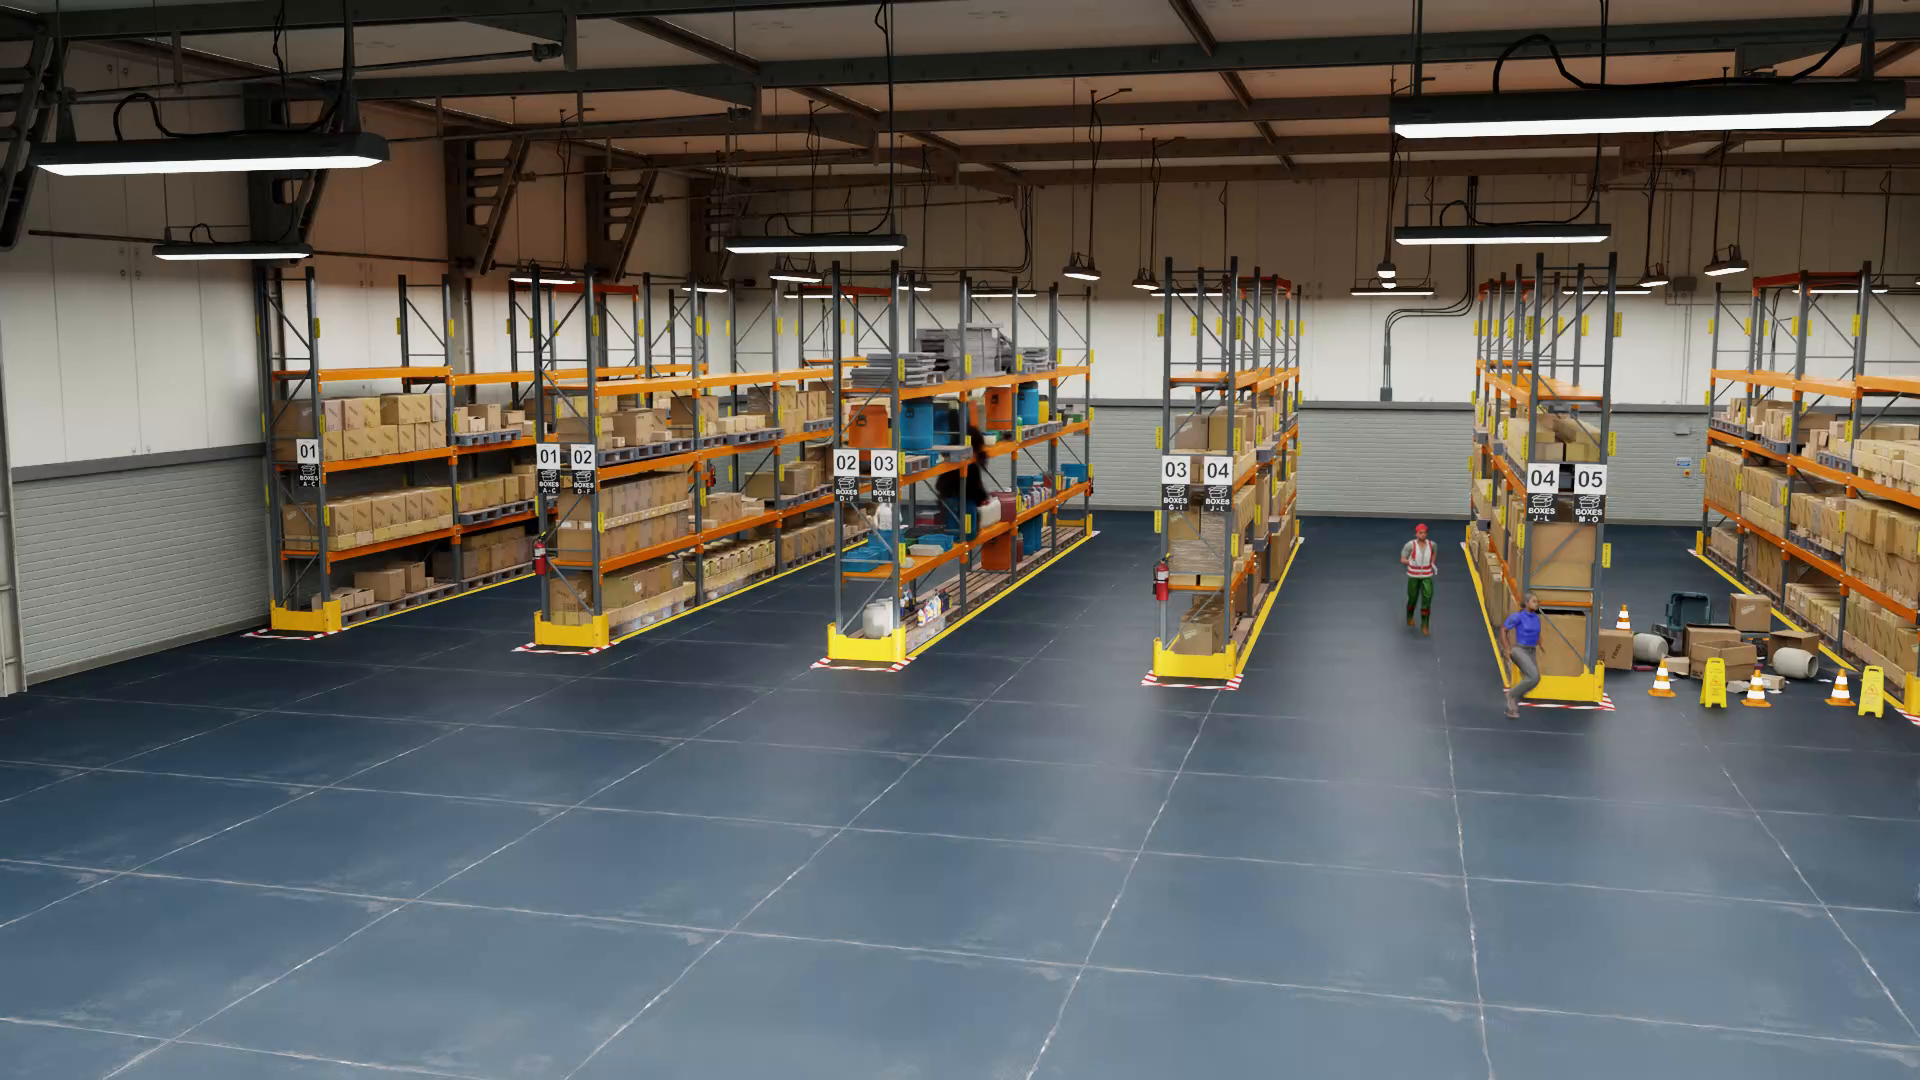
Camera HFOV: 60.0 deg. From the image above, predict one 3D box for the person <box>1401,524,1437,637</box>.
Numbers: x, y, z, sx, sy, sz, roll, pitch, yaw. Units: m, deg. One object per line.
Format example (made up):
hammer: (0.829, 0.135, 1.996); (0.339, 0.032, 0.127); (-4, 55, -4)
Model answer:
person: (7.593, 0.627, 27.526); (0.613, 1.823, 0.894); (1, 7, 5)

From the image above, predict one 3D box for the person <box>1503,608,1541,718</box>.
person: (7.351, 1.594, 21.486); (0.562, 1.398, 0.536); (-5, 9, -34)

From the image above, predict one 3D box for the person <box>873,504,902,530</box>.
person: (-1.505, -0.189, 34.446); (0.625, 1.660, 0.767); (1, 7, 6)
